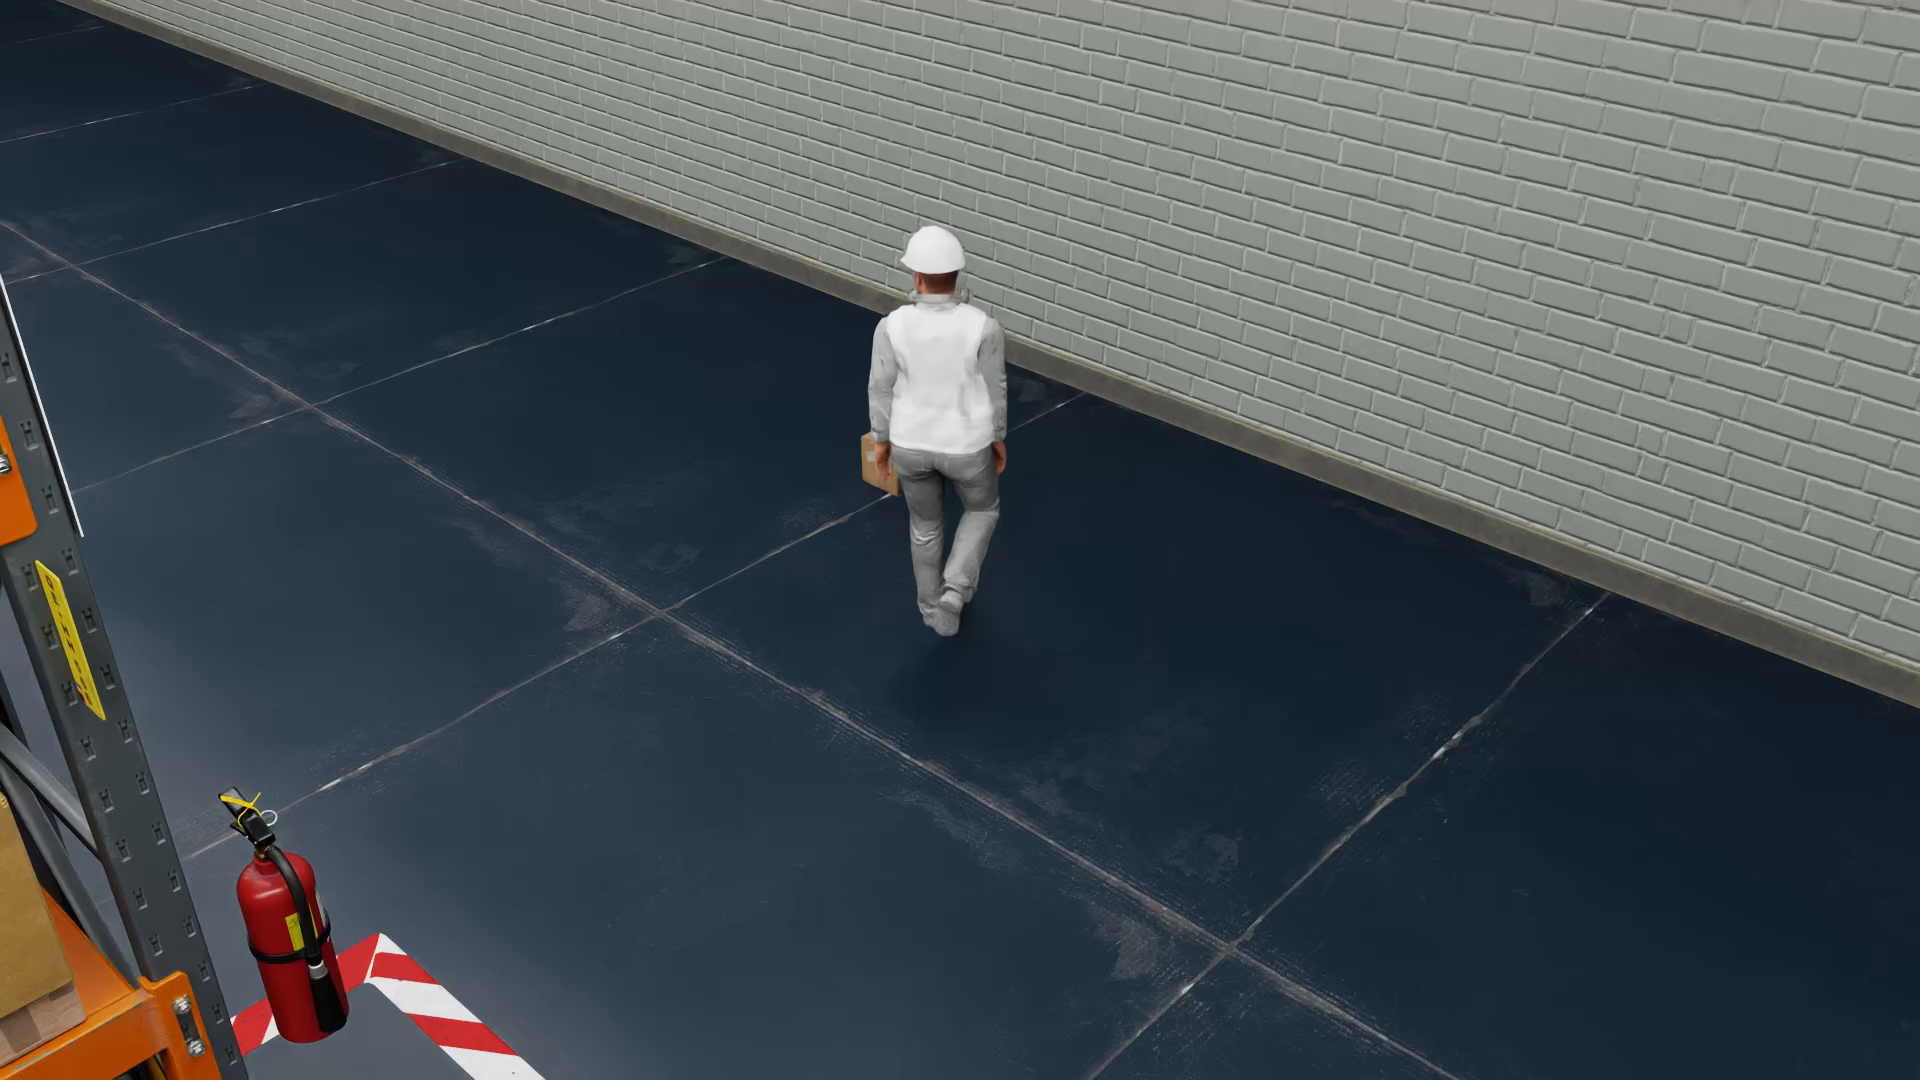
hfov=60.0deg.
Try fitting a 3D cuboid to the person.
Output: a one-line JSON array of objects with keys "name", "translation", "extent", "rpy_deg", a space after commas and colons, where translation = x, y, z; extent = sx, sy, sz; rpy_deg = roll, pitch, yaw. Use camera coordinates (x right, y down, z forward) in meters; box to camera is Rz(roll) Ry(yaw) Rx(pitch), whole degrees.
[{"name": "person", "translation": [-0.090, -0.386, 6.706], "extent": [0.554, 1.765, 0.551], "rpy_deg": [5, 31, 7]}]
